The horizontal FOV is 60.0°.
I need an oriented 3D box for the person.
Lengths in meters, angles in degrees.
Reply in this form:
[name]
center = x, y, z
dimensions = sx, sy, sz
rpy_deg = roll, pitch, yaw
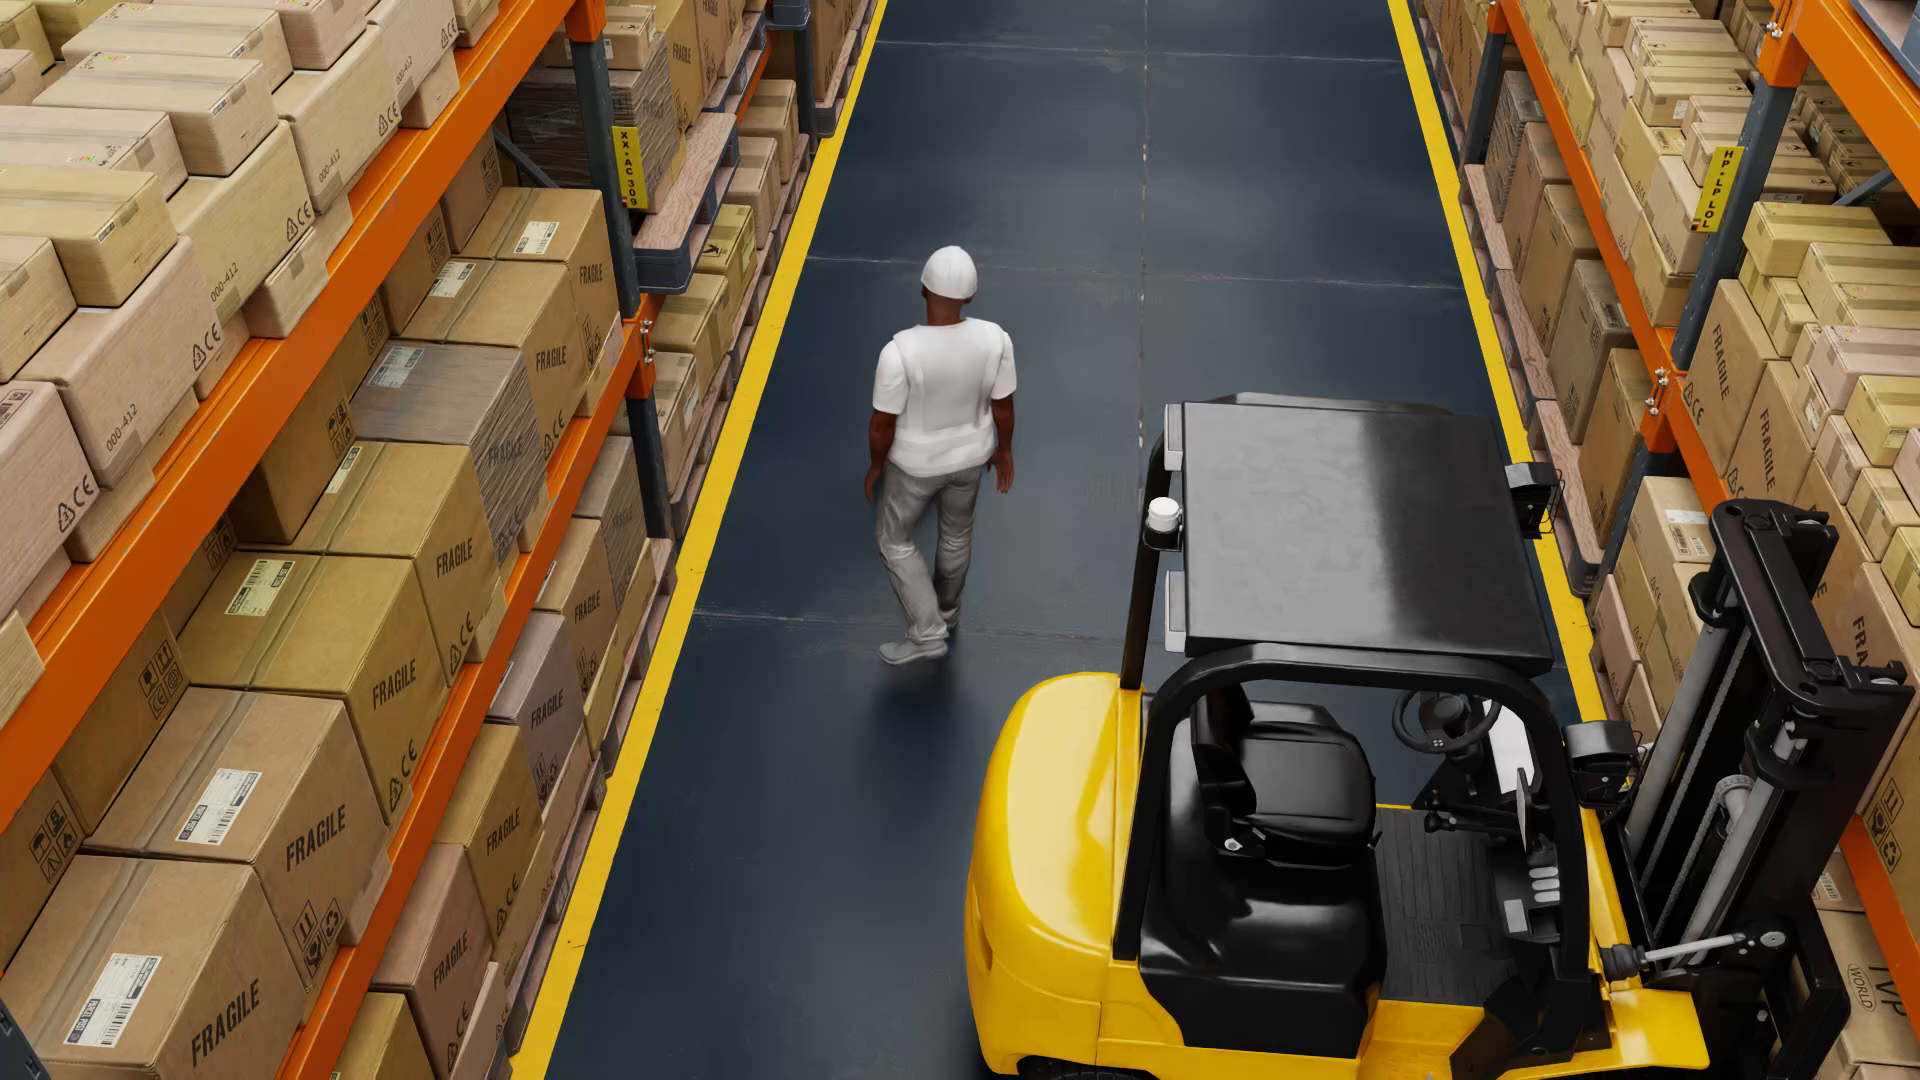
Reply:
[person]
center = -0.075, -0.284, 6.456
dimensions = 0.635, 1.761, 0.590
rpy_deg = -13, 42, -16
